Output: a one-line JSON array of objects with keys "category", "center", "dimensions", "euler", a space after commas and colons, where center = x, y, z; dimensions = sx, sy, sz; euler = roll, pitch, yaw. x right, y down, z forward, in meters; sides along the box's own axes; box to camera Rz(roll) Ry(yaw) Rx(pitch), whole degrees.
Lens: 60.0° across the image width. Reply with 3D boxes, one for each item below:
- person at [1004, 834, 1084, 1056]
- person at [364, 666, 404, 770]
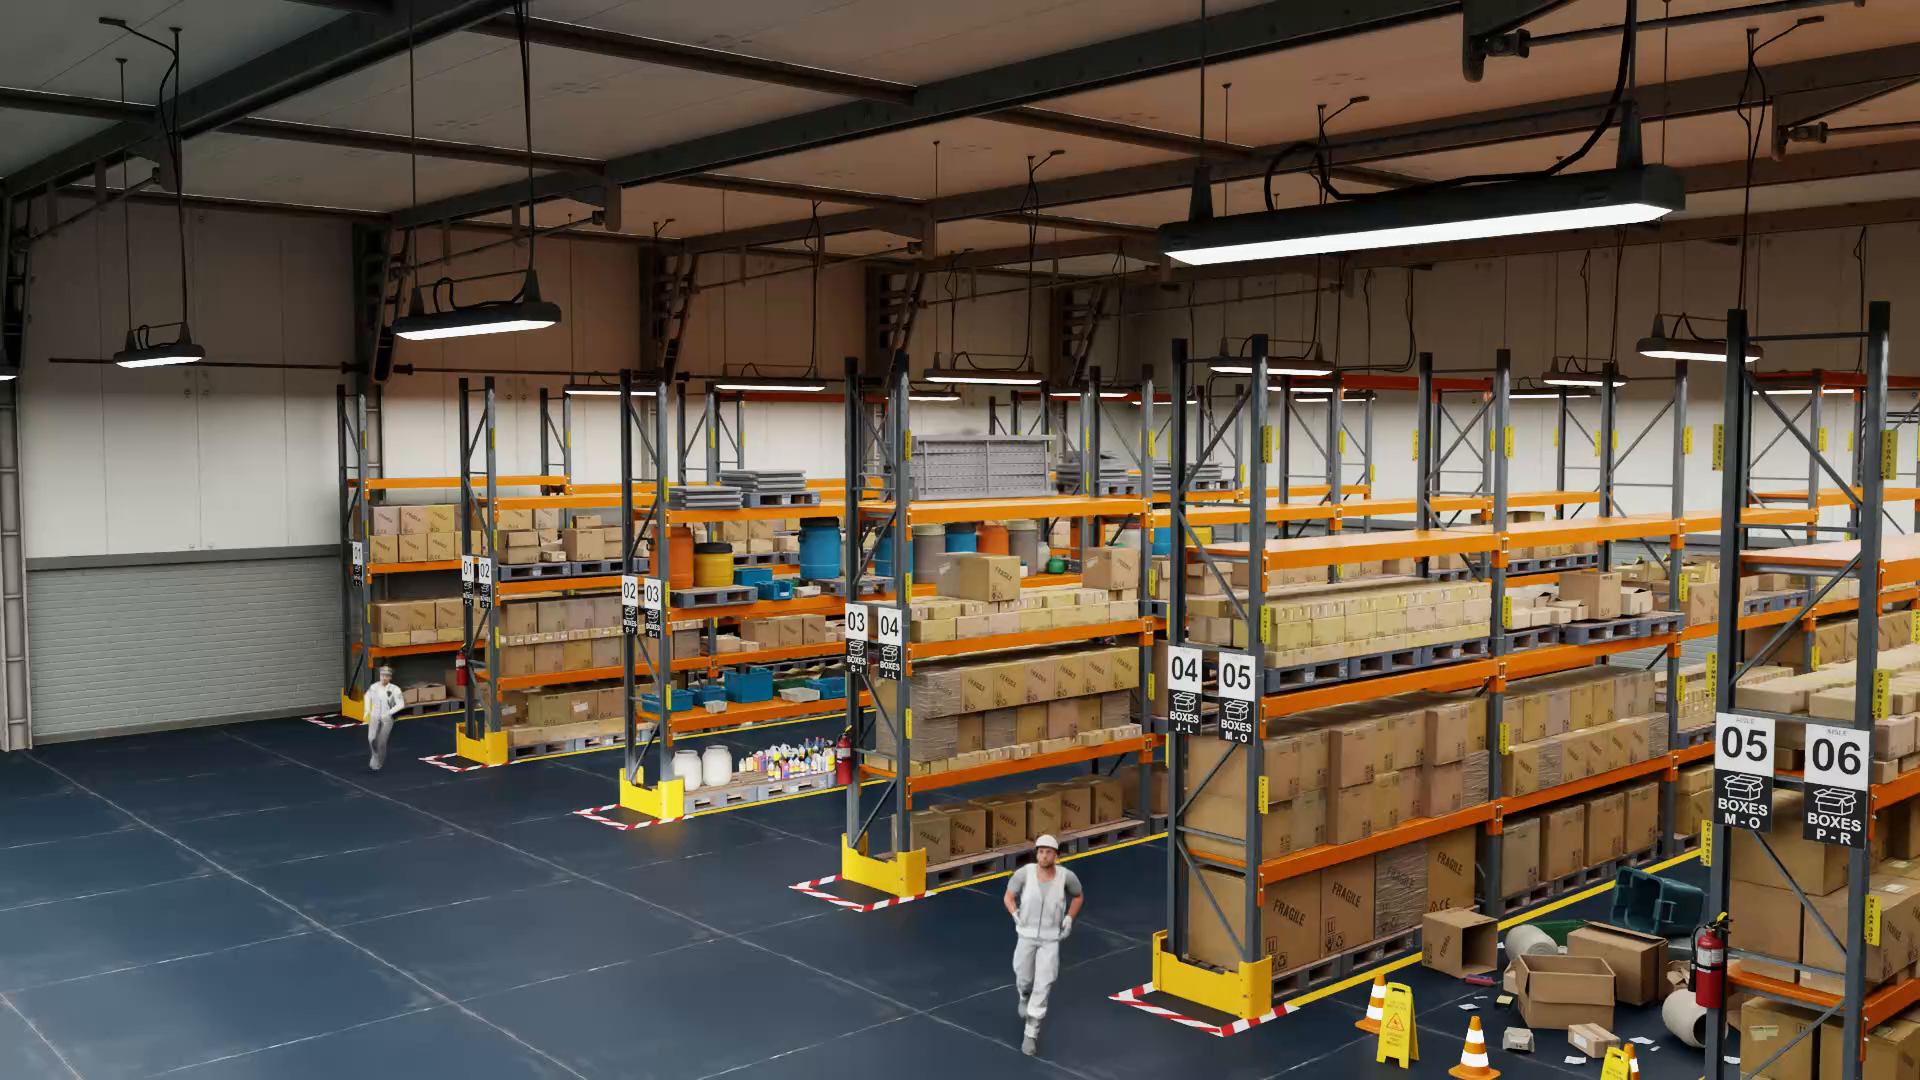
[{"category": "person", "center": [0.703, 3.361, 14.094], "dimensions": [0.669, 1.780, 0.858], "euler": [0, 4, 8]}, {"category": "person", "center": [-8.741, 2.708, 25.201], "dimensions": [0.636, 1.619, 0.604], "euler": [0, 4, -6]}]
